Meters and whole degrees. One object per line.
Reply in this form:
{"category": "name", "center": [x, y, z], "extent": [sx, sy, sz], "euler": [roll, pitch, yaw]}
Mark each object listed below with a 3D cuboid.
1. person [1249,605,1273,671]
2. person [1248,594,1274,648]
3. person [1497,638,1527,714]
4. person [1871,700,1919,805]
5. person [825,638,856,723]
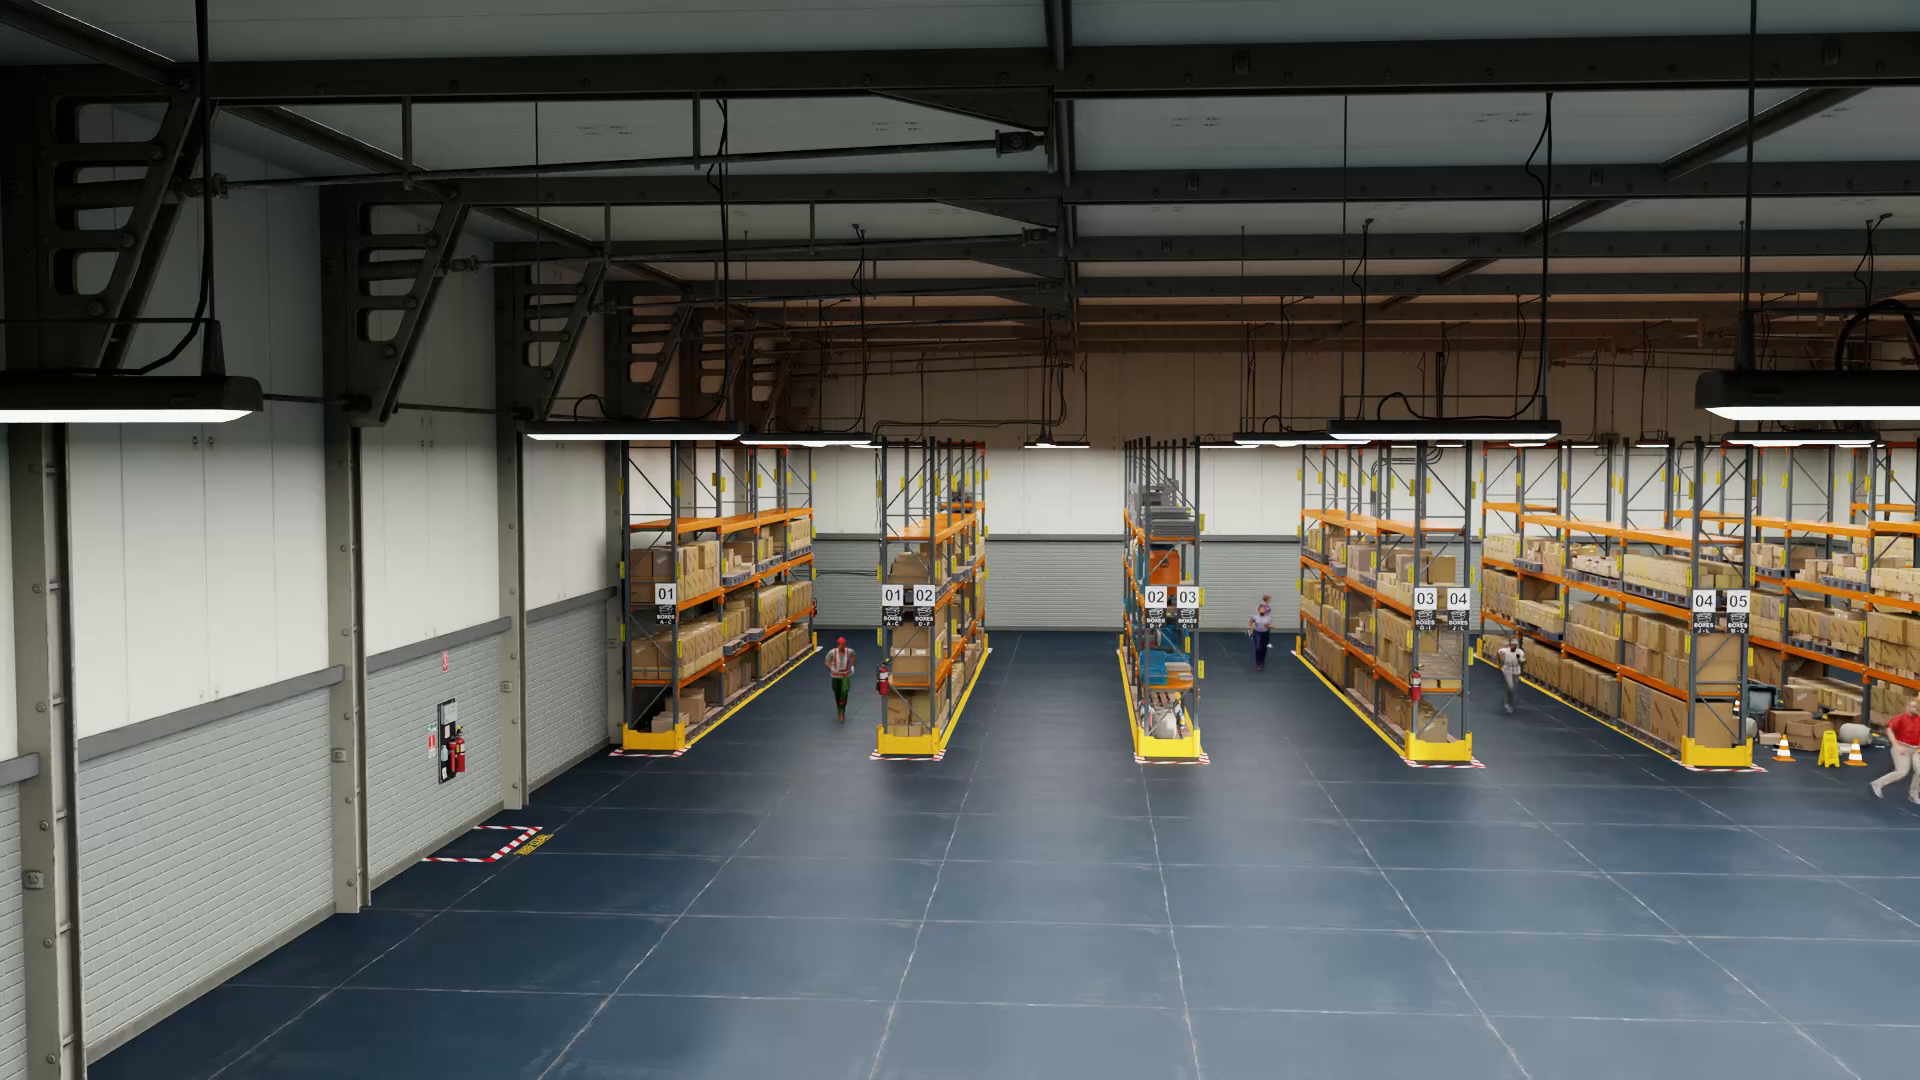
{"category": "person", "center": [7.908, 2.564, 43.636], "extent": [0.582, 1.702, 0.799], "euler": [0, 3, -2]}
{"category": "person", "center": [8.804, 2.367, 48.649], "extent": [0.782, 1.577, 0.552], "euler": [2, 3, 29]}
{"category": "person", "center": [12.083, 2.954, 36.453], "extent": [0.570, 1.673, 0.894], "euler": [0, 3, 3]}
{"category": "person", "center": [15.368, 3.463, 27.095], "extent": [0.864, 1.732, 0.649], "euler": [-2, 3, -28]}
{"category": "person", "center": [-2.557, 2.943, 35.518], "extent": [0.658, 1.779, 1.125], "euler": [0, 3, -4]}
